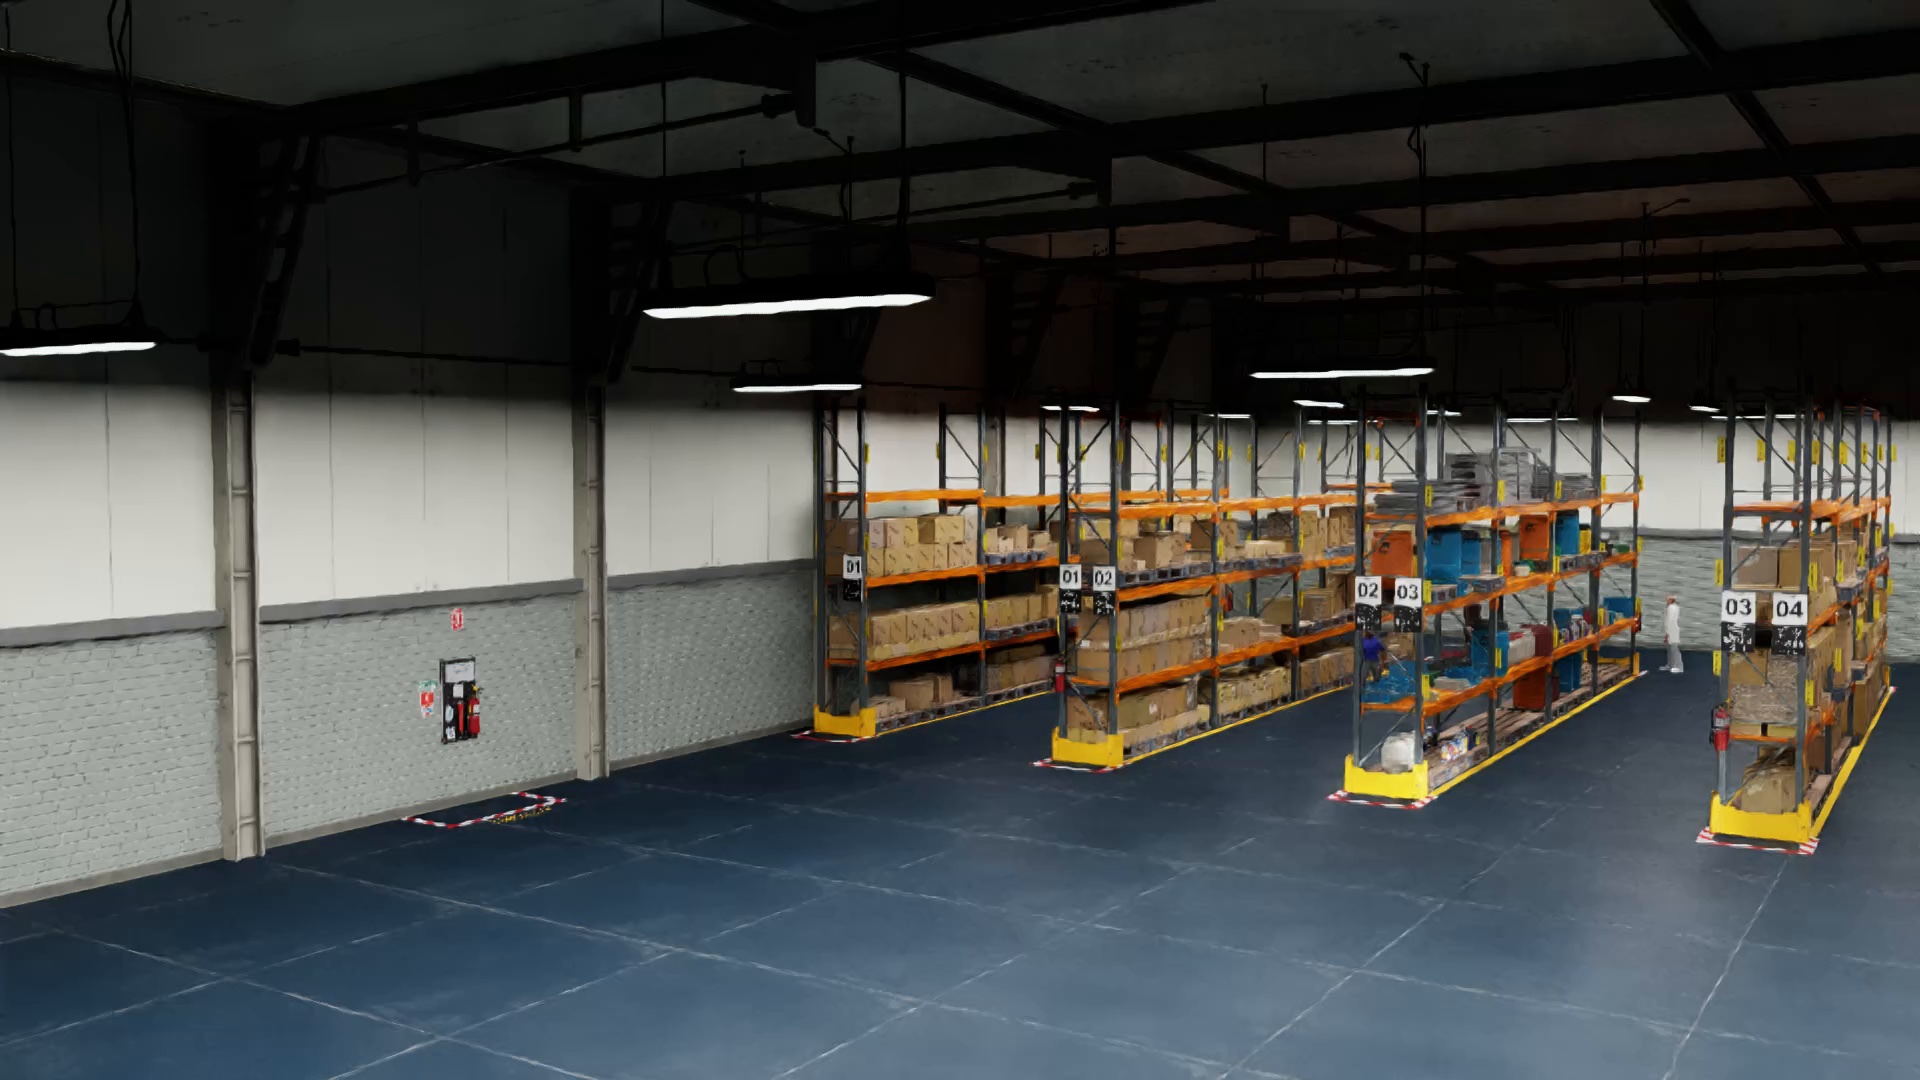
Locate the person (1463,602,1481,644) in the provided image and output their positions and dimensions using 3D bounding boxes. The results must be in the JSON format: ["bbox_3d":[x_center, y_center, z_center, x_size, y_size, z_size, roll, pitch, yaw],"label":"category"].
[{"bbox_3d":[12.176,2.025,39.431,0.675,1.785,0.462,-2,4,-39],"label":"person"}]

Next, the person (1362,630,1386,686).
[{"bbox_3d":[8.187,2.471,33.093,0.592,1.604,0.513,2,3,31],"label":"person"}]

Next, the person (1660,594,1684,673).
[{"bbox_3d":[16.230,2.118,37.897,0.551,1.778,0.636,2,3,31],"label":"person"}]
